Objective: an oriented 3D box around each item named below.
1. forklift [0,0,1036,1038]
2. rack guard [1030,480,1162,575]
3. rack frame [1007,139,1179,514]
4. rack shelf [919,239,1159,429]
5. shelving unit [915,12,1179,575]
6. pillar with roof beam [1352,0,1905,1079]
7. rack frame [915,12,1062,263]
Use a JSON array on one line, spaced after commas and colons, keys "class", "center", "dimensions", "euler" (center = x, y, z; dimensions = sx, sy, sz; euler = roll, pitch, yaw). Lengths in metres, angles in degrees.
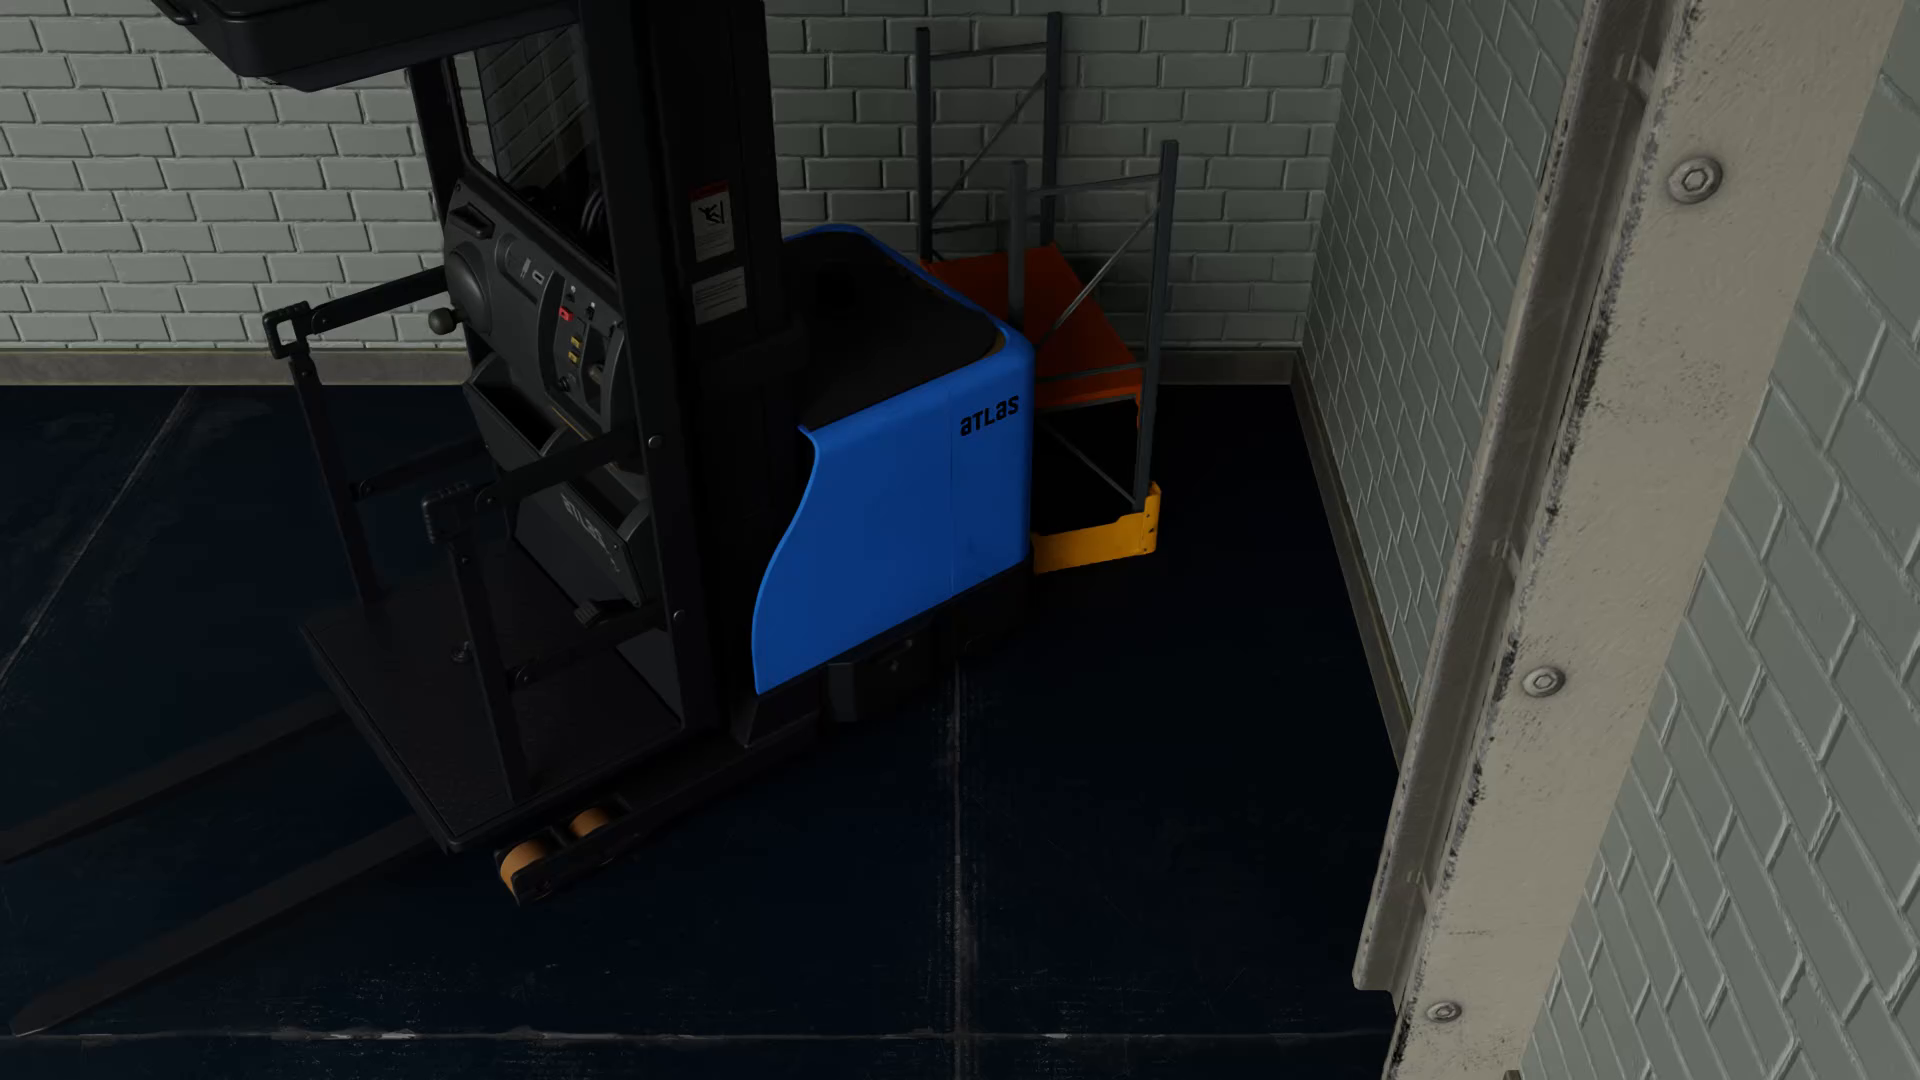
[{"class": "forklift", "center": [-1.241, -0.540, 4.080], "dimensions": [3.031, 2.935, 1.130], "euler": [-26, 45, -29]}, {"class": "rack guard", "center": [0.385, -0.030, 5.588], "dimensions": [0.587, 0.250, 0.087], "euler": [-10, 40, -13]}, {"class": "rack frame", "center": [0.385, -0.517, 5.196], "dimensions": [0.500, 1.500, 0.032], "euler": [-10, 40, -13]}, {"class": "rack shelf", "center": [0.241, -0.682, 5.689], "dimensions": [0.538, 0.185, 1.000], "euler": [-10, 40, -13]}, {"class": "shelving unit", "center": [0.243, -0.817, 5.570], "dimensions": [0.587, 1.500, 1.083], "euler": [-10, 40, -13]}, {"class": "pillar with roof beam", "center": [-3.128, -2.259, 1.372], "dimensions": [9.100, 9.000, 0.400], "euler": [0, 39, 0]}, {"class": "rack frame", "center": [0.096, -1.127, 5.957], "dimensions": [0.500, 1.500, 0.032], "euler": [-10, 40, -13]}]
